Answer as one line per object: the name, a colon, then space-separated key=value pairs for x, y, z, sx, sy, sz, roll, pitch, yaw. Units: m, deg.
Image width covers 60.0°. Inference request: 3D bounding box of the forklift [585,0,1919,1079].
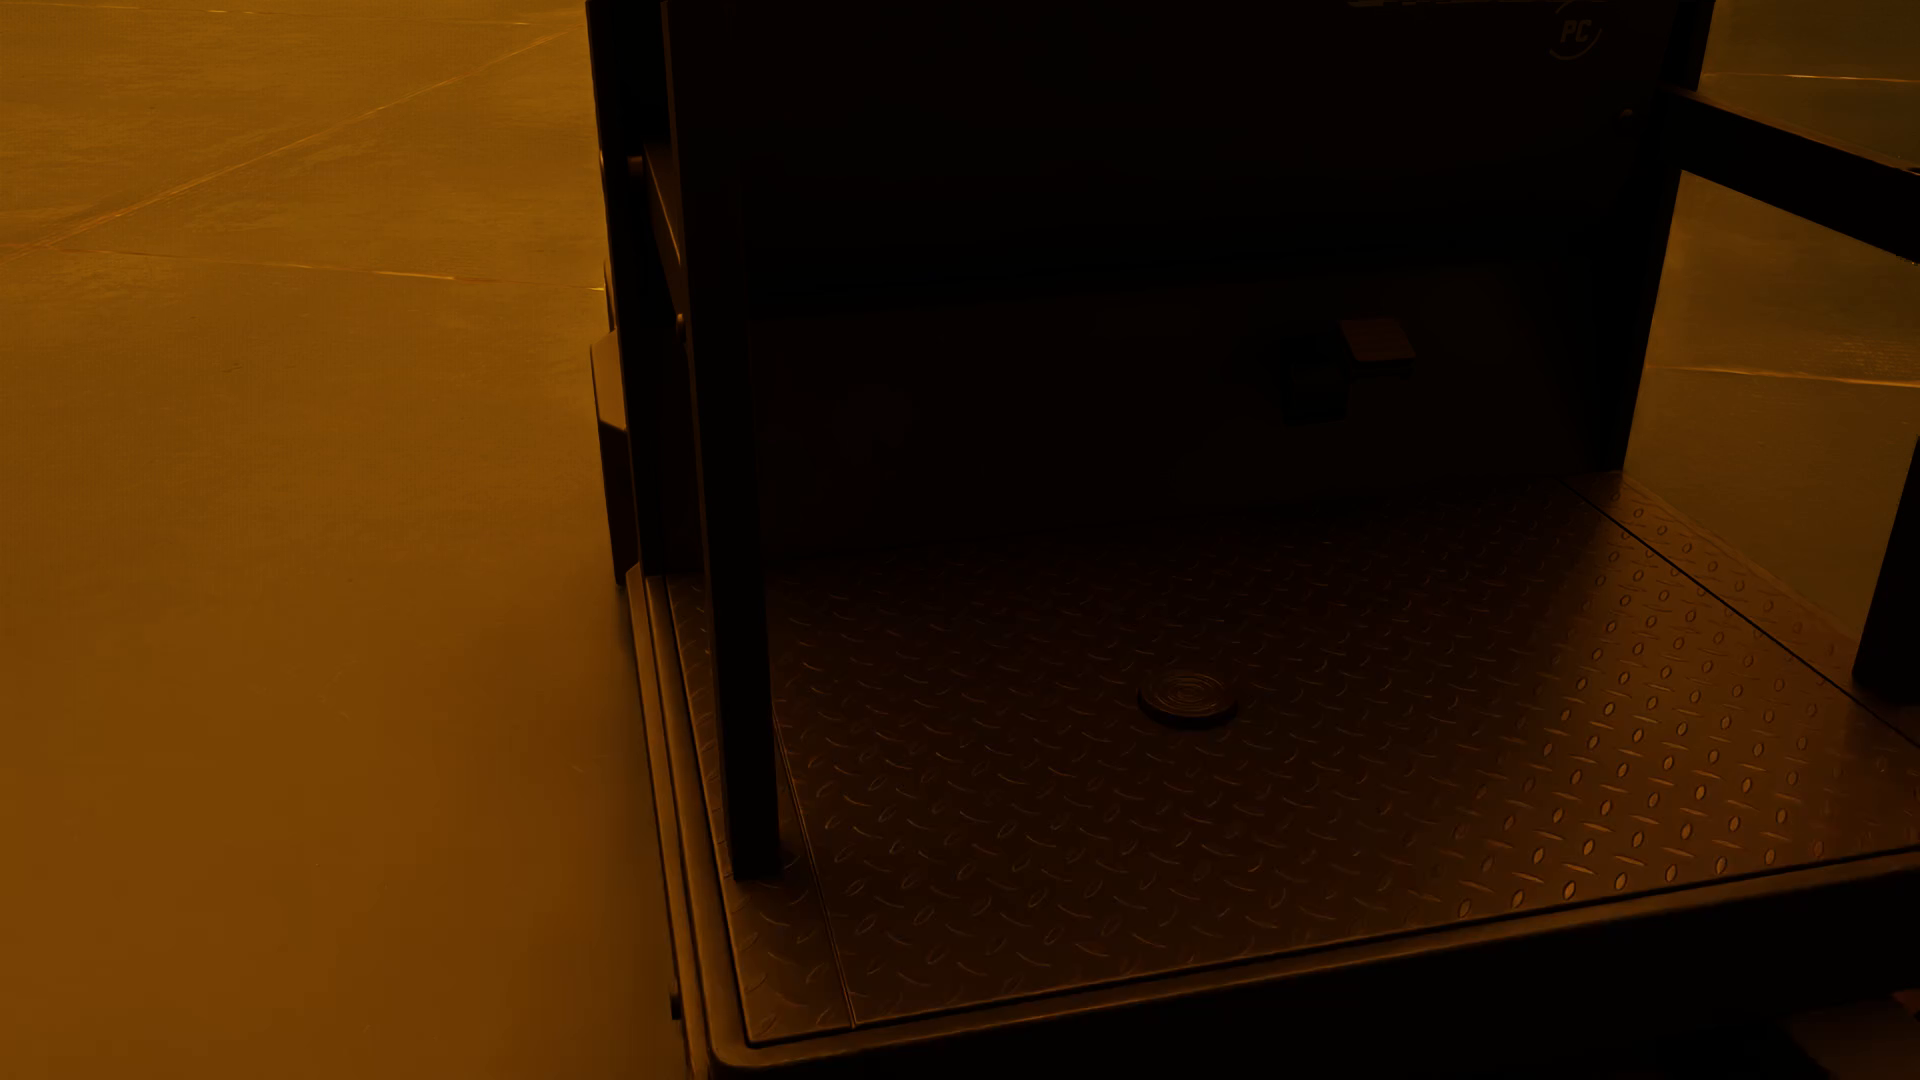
forklift: x=0.263 y=-0.920 z=1.070 sx=1.130 sy=2.935 sz=3.031 roll=-6 pitch=27 yaw=-12
